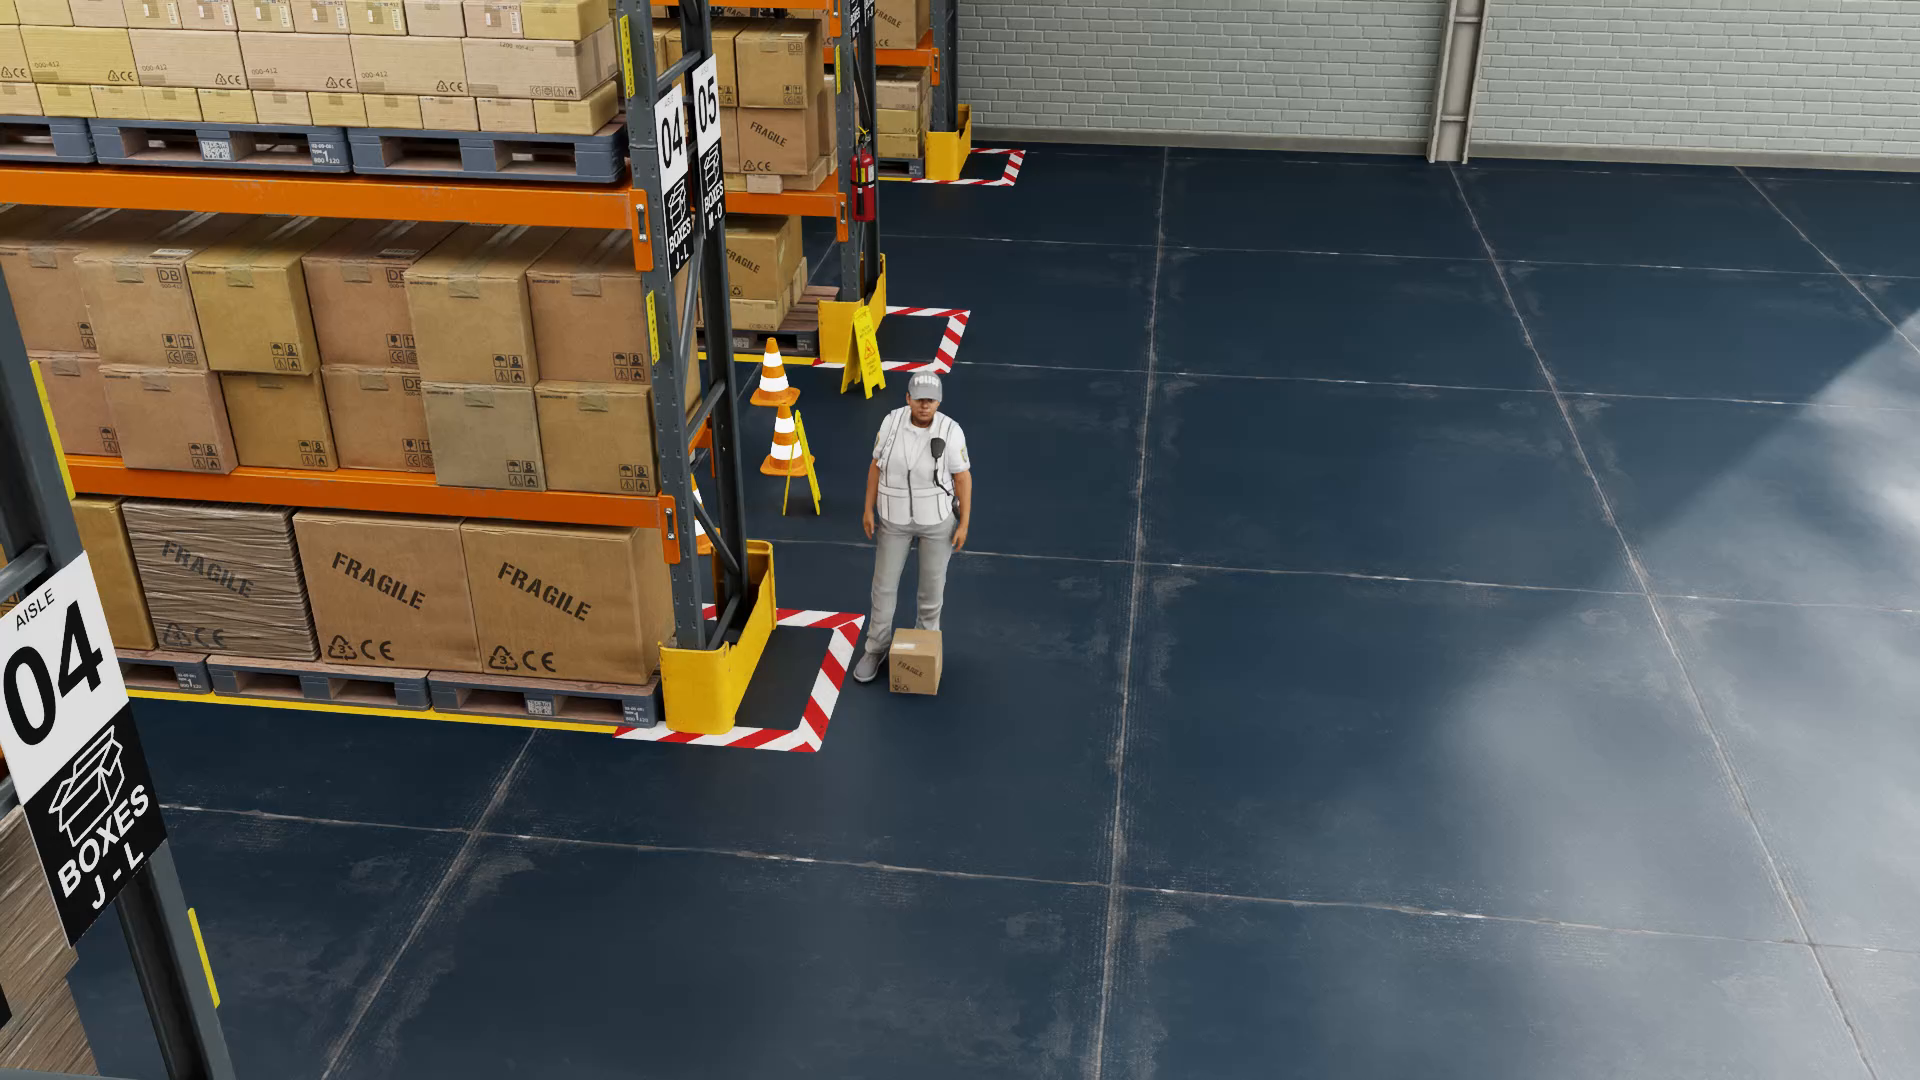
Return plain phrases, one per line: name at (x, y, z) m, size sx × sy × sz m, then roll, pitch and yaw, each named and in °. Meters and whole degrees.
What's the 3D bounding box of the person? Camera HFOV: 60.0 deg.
person at (-0.253, -0.071, 8.729) m, size 0.598 × 1.670 × 0.529 m, roll 4°, pitch 29°, yaw 7°
